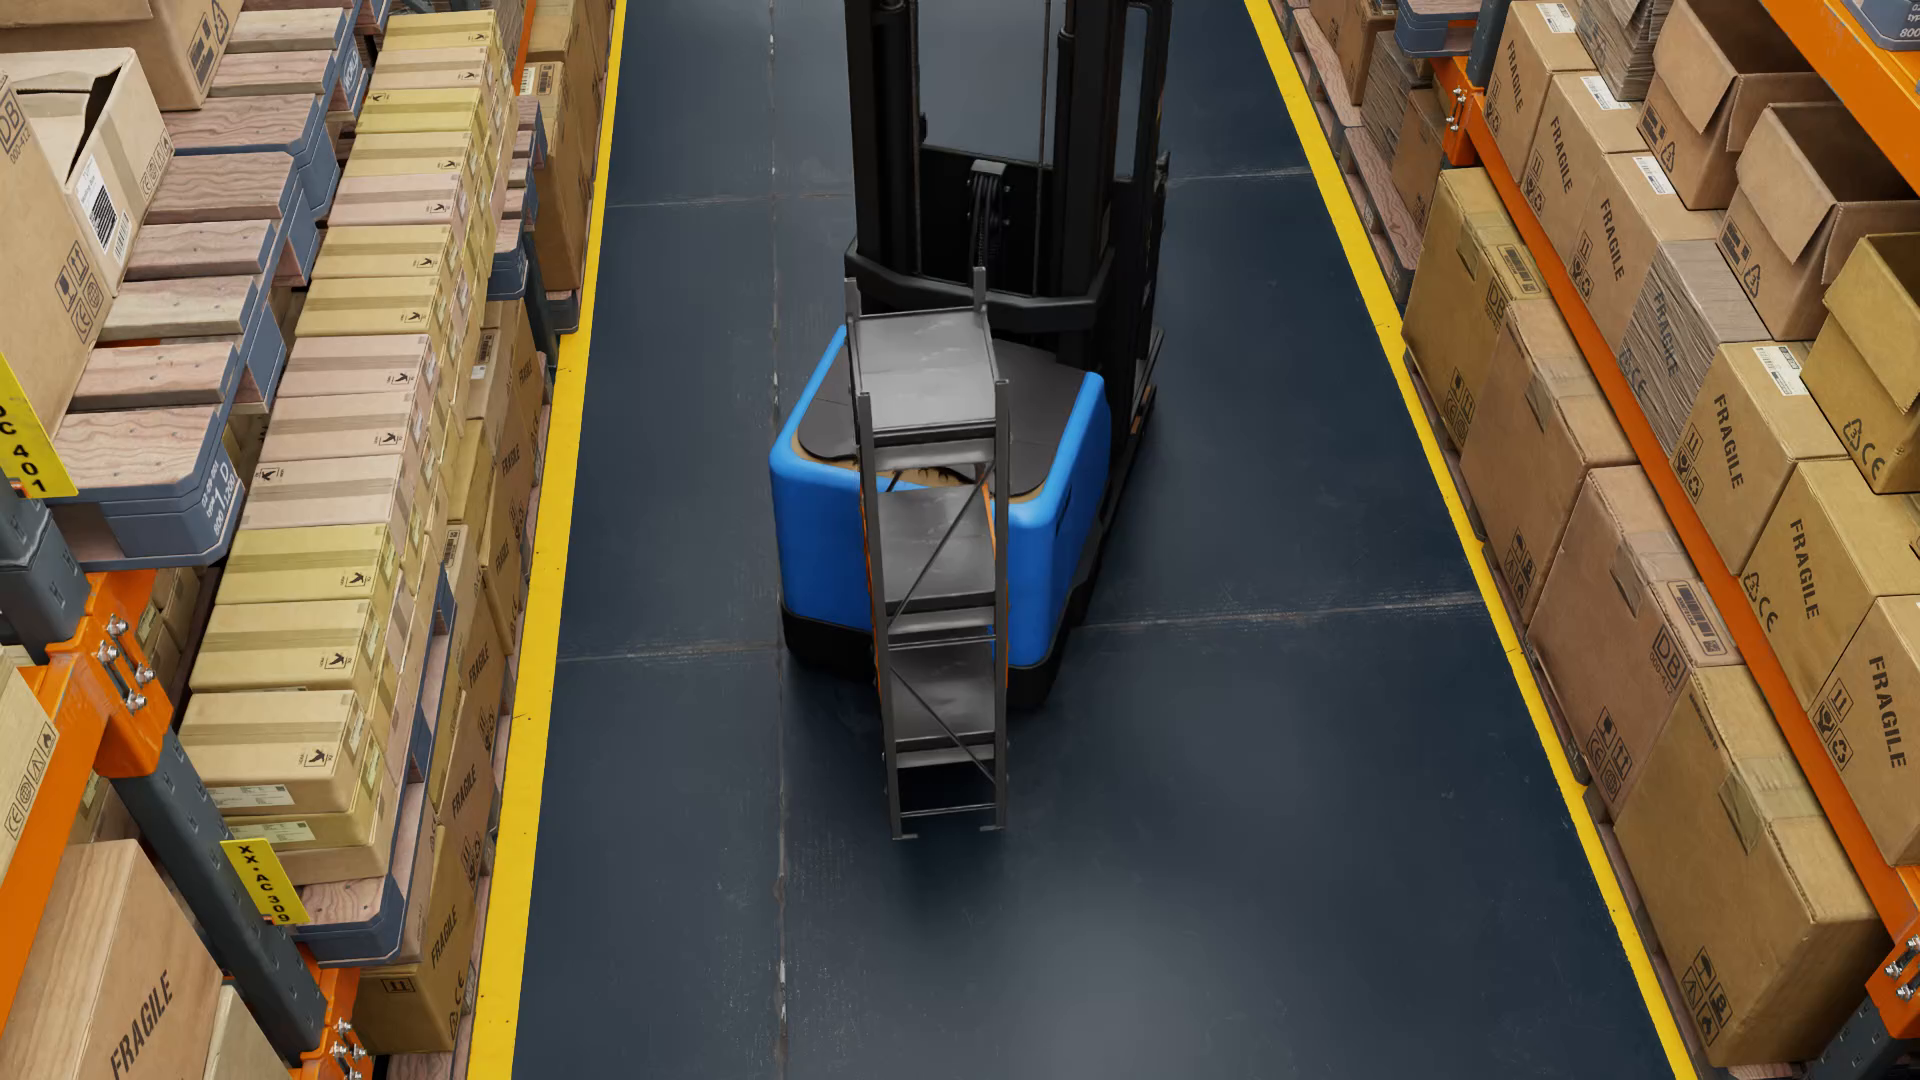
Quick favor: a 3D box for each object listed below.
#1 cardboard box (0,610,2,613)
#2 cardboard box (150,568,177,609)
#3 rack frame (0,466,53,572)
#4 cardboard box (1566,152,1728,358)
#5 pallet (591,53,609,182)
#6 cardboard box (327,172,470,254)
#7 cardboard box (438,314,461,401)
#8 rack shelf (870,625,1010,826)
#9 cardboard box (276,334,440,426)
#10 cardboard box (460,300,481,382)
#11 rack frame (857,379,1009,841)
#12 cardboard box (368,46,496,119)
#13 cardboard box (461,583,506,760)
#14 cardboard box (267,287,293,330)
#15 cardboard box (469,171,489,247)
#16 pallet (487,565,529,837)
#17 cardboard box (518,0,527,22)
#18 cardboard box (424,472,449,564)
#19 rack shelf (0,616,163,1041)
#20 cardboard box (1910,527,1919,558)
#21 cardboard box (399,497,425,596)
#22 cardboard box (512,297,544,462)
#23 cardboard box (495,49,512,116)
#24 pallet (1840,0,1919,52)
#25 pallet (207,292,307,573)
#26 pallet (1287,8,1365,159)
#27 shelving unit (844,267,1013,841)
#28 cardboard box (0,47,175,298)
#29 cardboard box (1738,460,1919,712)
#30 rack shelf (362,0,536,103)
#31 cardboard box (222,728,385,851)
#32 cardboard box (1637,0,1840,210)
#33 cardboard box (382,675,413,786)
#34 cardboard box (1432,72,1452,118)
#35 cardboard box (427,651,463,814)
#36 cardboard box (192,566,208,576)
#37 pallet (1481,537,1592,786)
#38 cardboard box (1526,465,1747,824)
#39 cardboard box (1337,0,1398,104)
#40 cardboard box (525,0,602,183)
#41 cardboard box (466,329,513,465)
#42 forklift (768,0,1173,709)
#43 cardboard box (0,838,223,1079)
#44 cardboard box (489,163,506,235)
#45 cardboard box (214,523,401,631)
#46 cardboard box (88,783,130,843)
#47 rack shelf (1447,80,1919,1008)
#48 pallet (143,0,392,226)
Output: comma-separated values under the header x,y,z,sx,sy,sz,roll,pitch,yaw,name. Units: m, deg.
x,y,z,sx,sy,sz,roll,pitch,yaw,name
-2.288,0.143,4.159,0.380,0.149,0.250,-5,47,-5,cardboard box
-2.315,0.062,4.441,0.380,0.149,0.250,-5,47,-5,cardboard box
-2.016,-0.997,1.633,1.000,3.000,0.127,-3,47,-3,rack frame
2.461,-0.980,5.679,0.500,0.500,0.500,-4,47,-4,cardboard box
-2.441,-2.325,8.943,1.003,0.211,1.213,-3,47,-3,pallet
-1.772,-1.025,5.266,0.380,0.149,0.250,-3,47,-3,cardboard box
-1.724,-0.539,5.010,0.380,0.149,0.250,-4,47,-4,cardboard box
-0.073,0.634,5.818,0.431,0.518,0.480,-5,47,-4,rack shelf
-1.700,-0.445,4.716,0.380,0.149,0.250,-2,47,-2,cardboard box
-1.750,-0.629,5.300,0.380,0.149,0.250,-2,47,-2,cardboard box
-0.055,0.320,5.132,0.400,2.100,0.015,-5,47,-4,rack frame
-1.835,-1.583,5.793,0.380,0.149,0.250,-4,47,-4,cardboard box
-1.917,0.469,5.809,0.500,0.500,0.500,-3,47,-3,cardboard box
-2.421,-0.774,5.437,0.380,0.149,0.250,-2,47,-2,cardboard box
-1.787,-1.095,5.536,0.380,0.149,0.250,-3,47,-3,cardboard box
-2.188,0.576,6.195,1.003,0.211,1.213,-3,47,-3,pallet
-2.165,-2.572,7.187,0.500,0.500,0.500,-4,47,-4,cardboard box
-1.679,-0.053,4.754,0.380,0.149,0.250,-5,47,-5,cardboard box
-1.849,1.728,1.613,1.077,0.370,4.000,-3,47,-3,rack shelf
2.873,-0.004,4.064,0.797,0.503,0.637,-5,47,-4,cardboard box
-1.659,0.030,4.471,0.380,0.149,0.250,-5,47,-5,cardboard box
-2.036,-0.653,6.872,0.500,0.500,0.500,-4,47,-3,cardboard box
-1.856,-1.659,6.071,0.380,0.149,0.250,-3,47,-2,cardboard box
2.803,-1.752,4.544,1.003,0.211,1.213,-2,47,-1,pallet
-2.145,-0.333,5.268,1.003,0.211,1.213,-3,47,-3,pallet
2.437,-2.544,9.151,1.003,0.211,1.213,-3,47,-3,pallet
-0.084,0.144,5.299,0.431,2.100,0.503,-5,47,-4,shelving unit
-1.881,-0.729,3.217,0.500,0.311,0.500,-4,47,-4,cardboard box
2.589,0.123,4.636,0.500,0.500,0.500,-2,47,-2,cardboard box
-2.519,-3.028,8.184,1.077,0.370,4.000,-3,47,-3,rack shelf
-1.591,0.592,3.939,0.380,0.149,0.250,-3,47,-3,cardboard box
2.697,-1.435,5.419,0.797,0.503,0.637,-3,47,-2,cardboard box
-1.620,0.494,4.236,0.380,0.149,0.250,-3,47,-3,cardboard box
2.514,-2.089,7.702,0.500,0.250,0.500,-2,47,-2,cardboard box
-1.862,0.587,5.181,0.500,0.250,0.500,-2,47,-2,cardboard box
-2.338,-0.018,4.722,0.380,0.149,0.250,-5,47,-5,cardboard box
2.690,0.358,6.402,1.003,0.211,1.213,-3,47,-3,pallet
2.785,0.315,5.696,1.225,0.875,0.875,-5,47,-5,cardboard box
2.410,-2.642,8.742,0.700,0.500,0.500,0,47,0,cardboard box
-2.389,-2.278,8.238,1.050,0.750,0.750,-3,47,-3,cardboard box
-1.980,-0.528,6.236,0.500,0.250,0.500,-3,47,-3,cardboard box
0.239,-1.470,6.260,1.130,2.935,3.031,12,48,11,forklift
-1.708,0.909,2.998,0.500,0.500,0.500,-5,47,-5,cardboard box
-1.811,-1.192,5.833,0.380,0.149,0.250,-3,47,-3,cardboard box
-1.639,0.103,4.197,0.380,0.149,0.250,-3,47,-3,cardboard box
-2.247,0.732,4.011,0.380,0.149,0.250,-4,47,-4,cardboard box
2.767,-0.362,5.659,1.077,0.370,4.000,-3,47,-3,rack shelf
-2.052,-1.105,3.930,1.213,0.211,1.003,-3,47,-3,pallet
